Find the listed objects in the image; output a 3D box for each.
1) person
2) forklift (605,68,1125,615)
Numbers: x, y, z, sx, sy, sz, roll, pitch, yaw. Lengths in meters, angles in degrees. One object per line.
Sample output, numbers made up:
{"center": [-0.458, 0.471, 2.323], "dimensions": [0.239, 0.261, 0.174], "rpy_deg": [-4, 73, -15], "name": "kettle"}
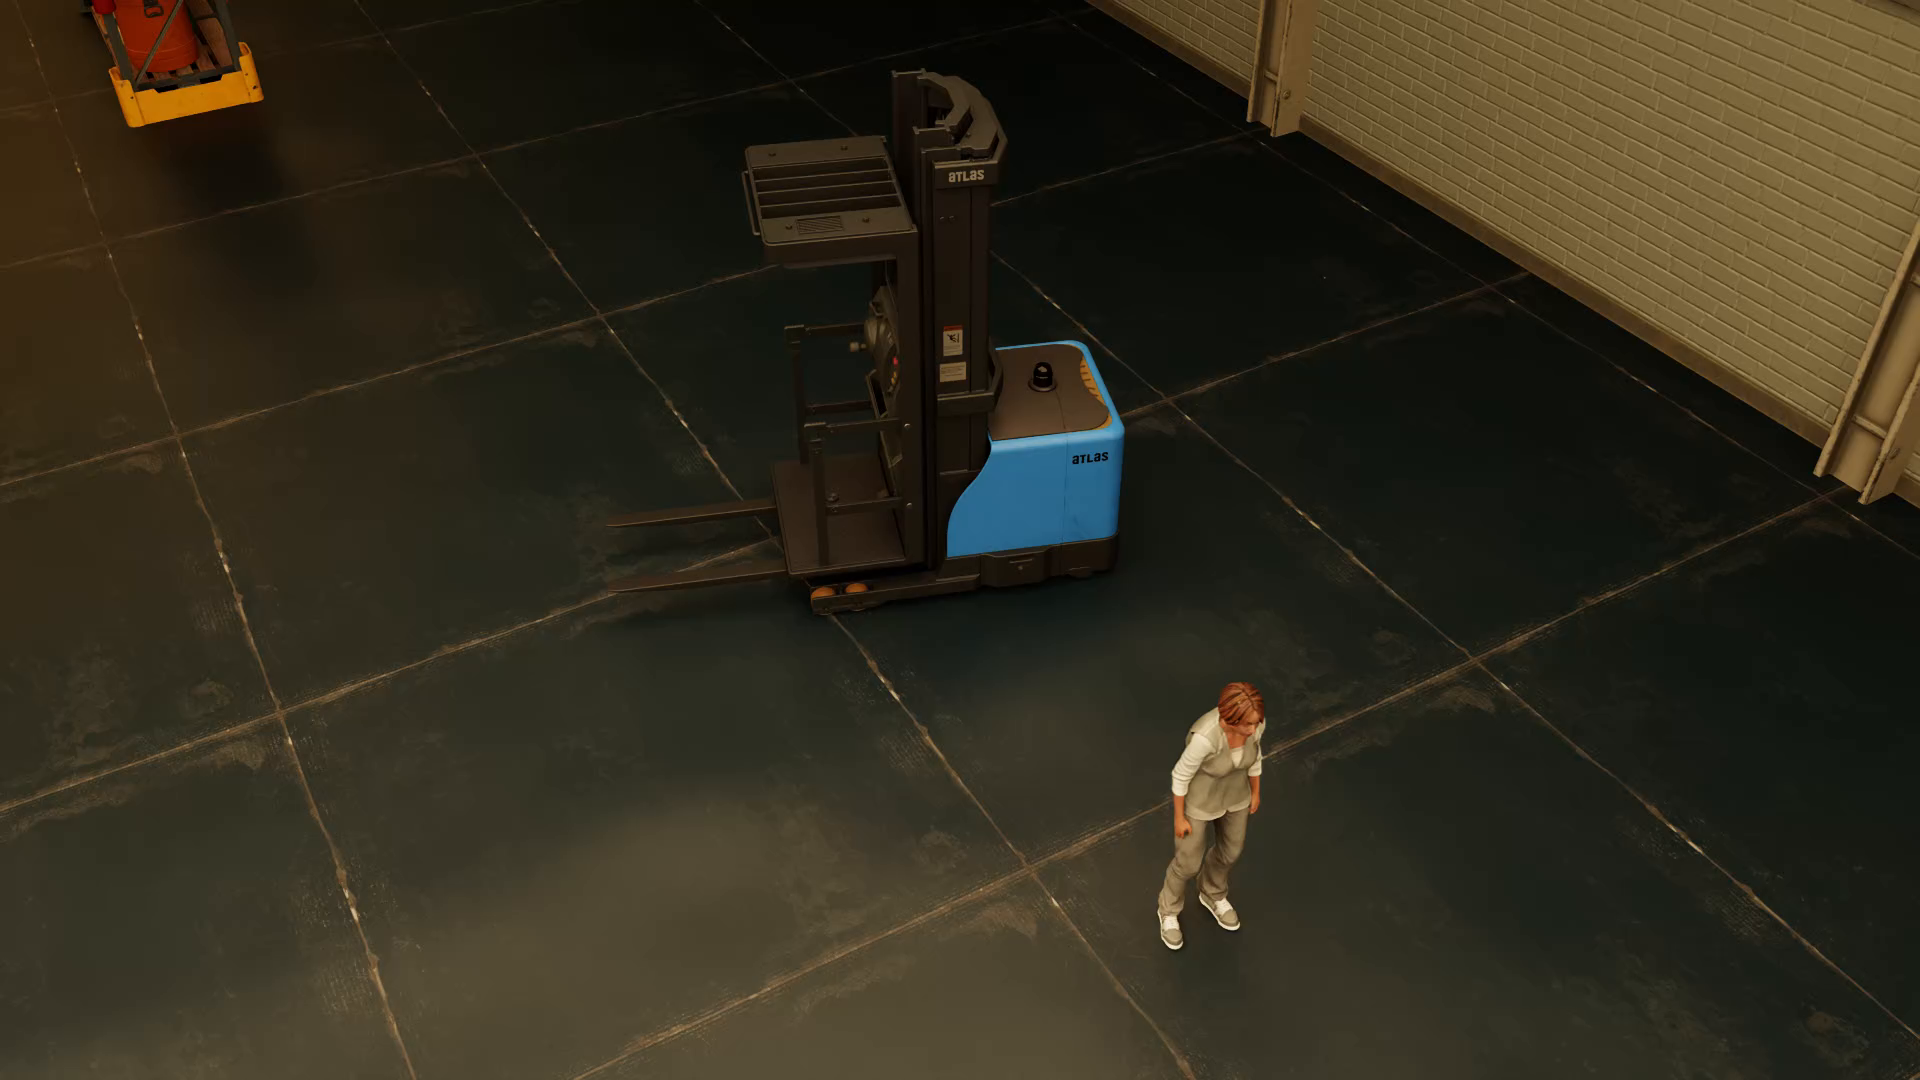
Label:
{"center": [1.165, 1.214, 7.622], "dimensions": [0.482, 1.592, 0.347], "rpy_deg": [-16, 42, -18], "name": "person"}
{"center": [-0.615, -1.053, 9.306], "dimensions": [3.031, 2.935, 1.130], "rpy_deg": [-7, 40, -8], "name": "forklift"}
